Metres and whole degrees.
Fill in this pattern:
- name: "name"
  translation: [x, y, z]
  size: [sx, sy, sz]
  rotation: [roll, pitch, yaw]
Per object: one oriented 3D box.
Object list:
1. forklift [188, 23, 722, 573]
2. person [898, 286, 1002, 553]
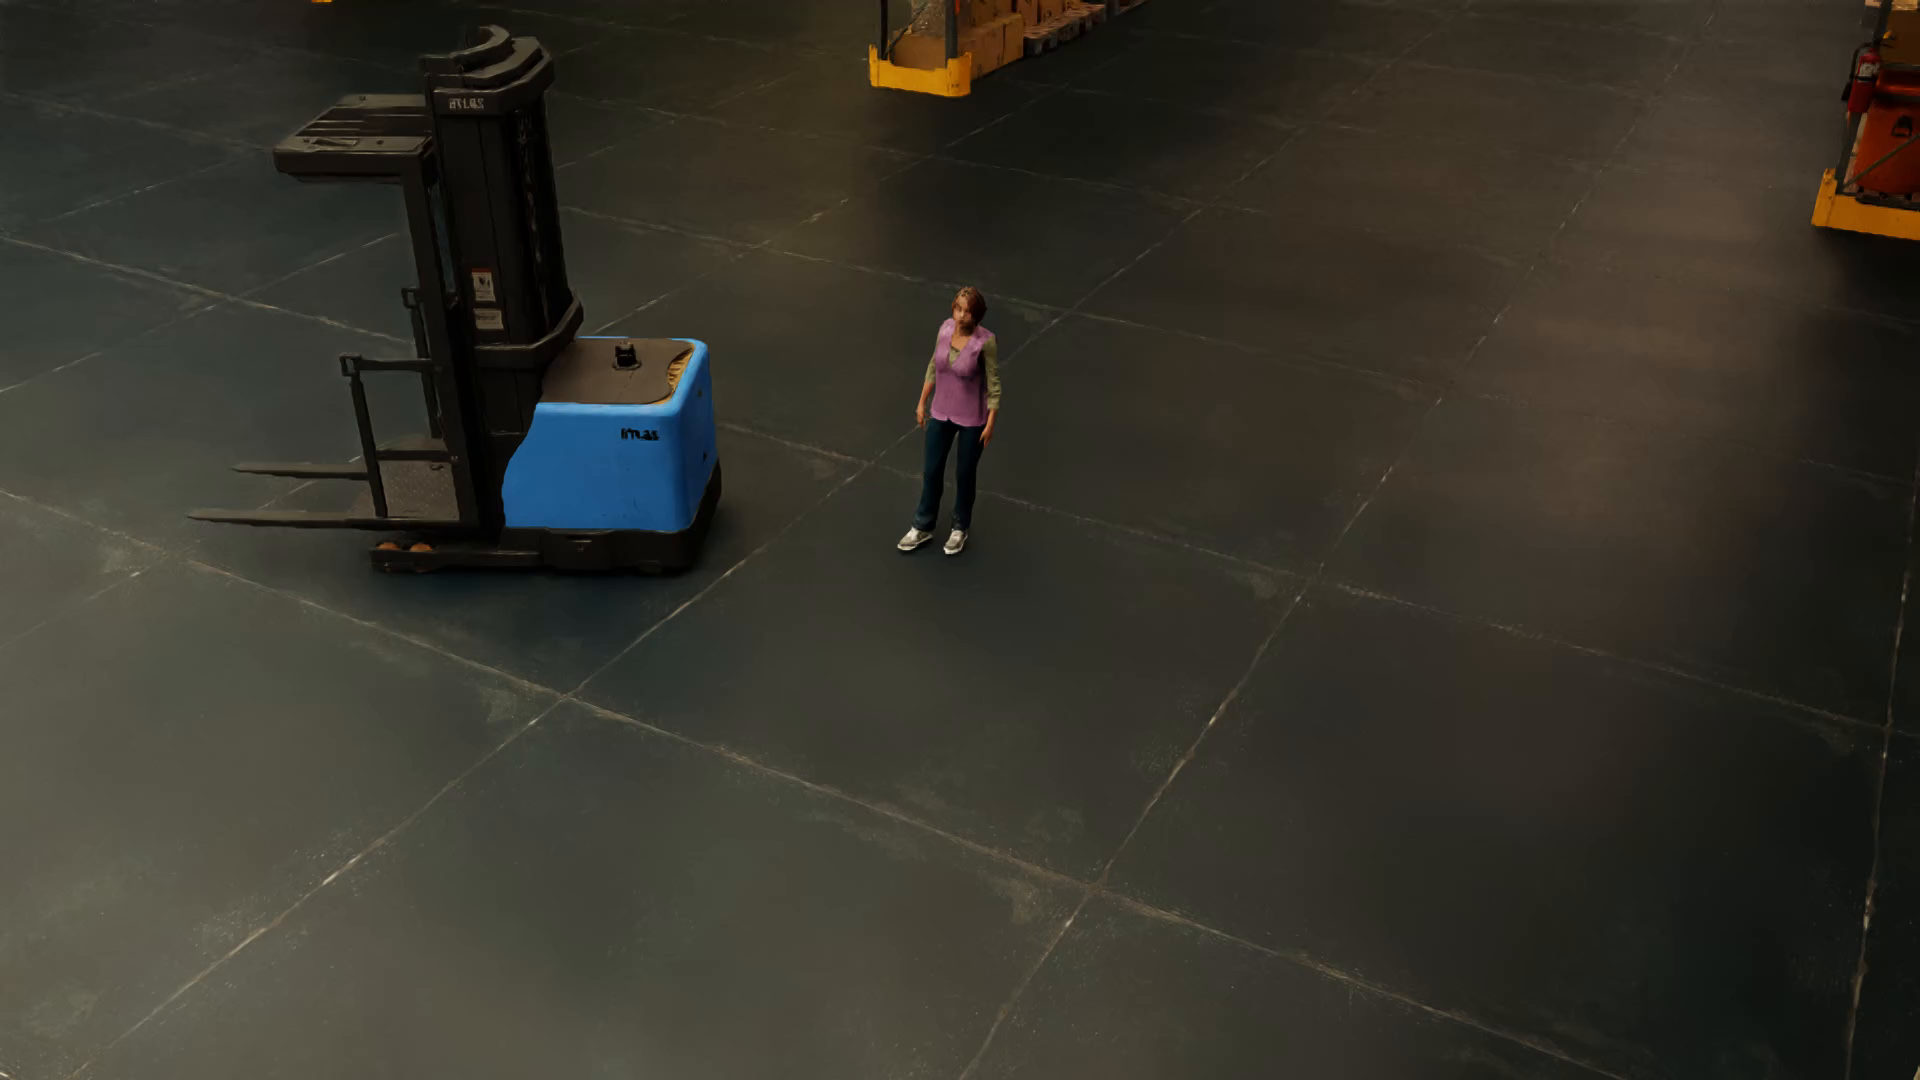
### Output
- name: "forklift"
  translation: [-3.023, -1.344, 9.399]
  size: [3.031, 2.935, 1.130]
  rotation: [1, 30, 2]
- name: "person"
  translation: [-0.048, -0.669, 9.550]
  size: [0.520, 1.597, 0.474]
  rotation: [15, 33, 25]
